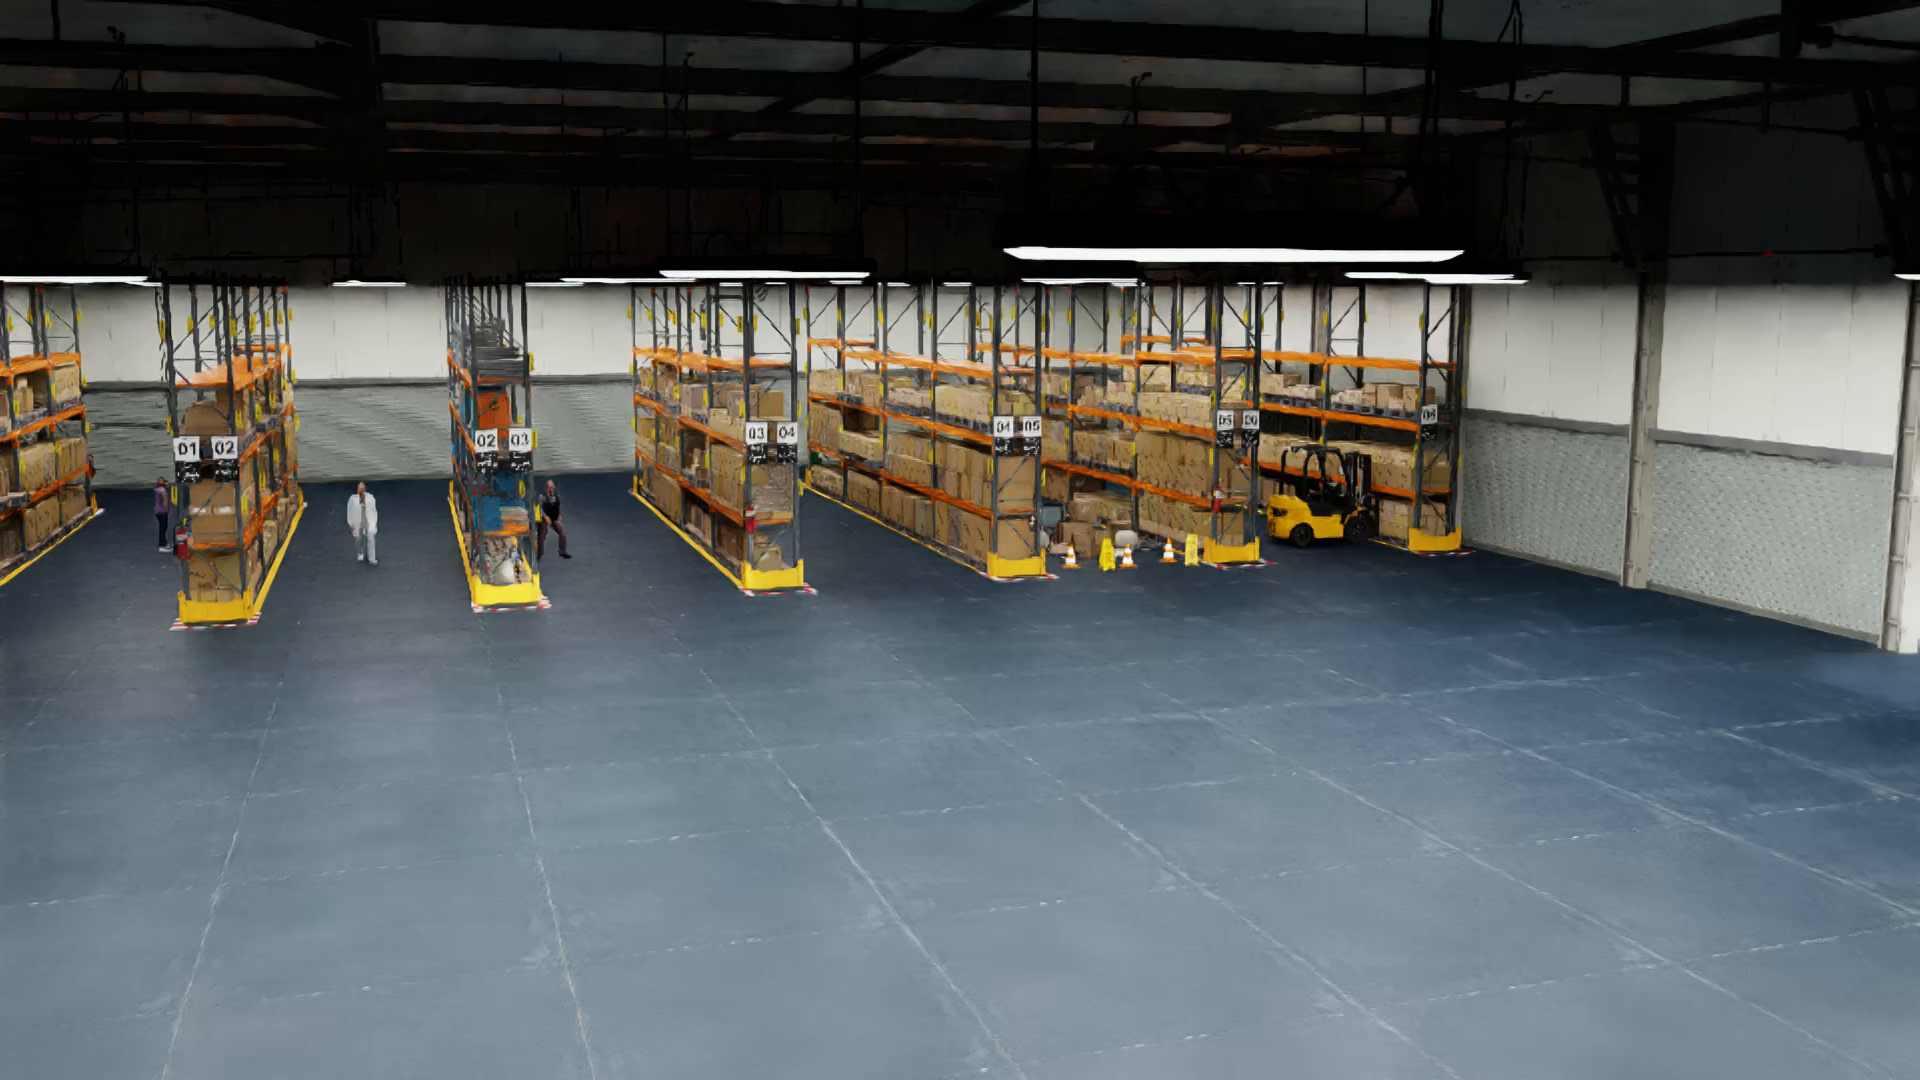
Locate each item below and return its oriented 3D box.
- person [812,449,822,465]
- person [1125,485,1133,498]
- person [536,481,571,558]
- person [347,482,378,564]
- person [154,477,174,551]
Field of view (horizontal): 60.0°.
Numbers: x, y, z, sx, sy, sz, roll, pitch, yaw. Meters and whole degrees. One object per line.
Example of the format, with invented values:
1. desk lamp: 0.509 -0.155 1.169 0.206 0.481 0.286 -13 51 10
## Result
1. person: -4.253 -2.664 49.716 0.703 1.779 0.459 7 11 37
2. person: 4.557 -1.834 44.571 0.482 1.674 0.486 2 9 11
3. person: -8.727 -0.434 35.365 0.651 1.677 0.724 -8 11 -41
4. person: -12.476 -0.366 34.752 0.600 1.699 1.195 -3 9 -21
5. person: -17.492 -0.586 36.563 0.505 1.603 0.417 7 11 41
